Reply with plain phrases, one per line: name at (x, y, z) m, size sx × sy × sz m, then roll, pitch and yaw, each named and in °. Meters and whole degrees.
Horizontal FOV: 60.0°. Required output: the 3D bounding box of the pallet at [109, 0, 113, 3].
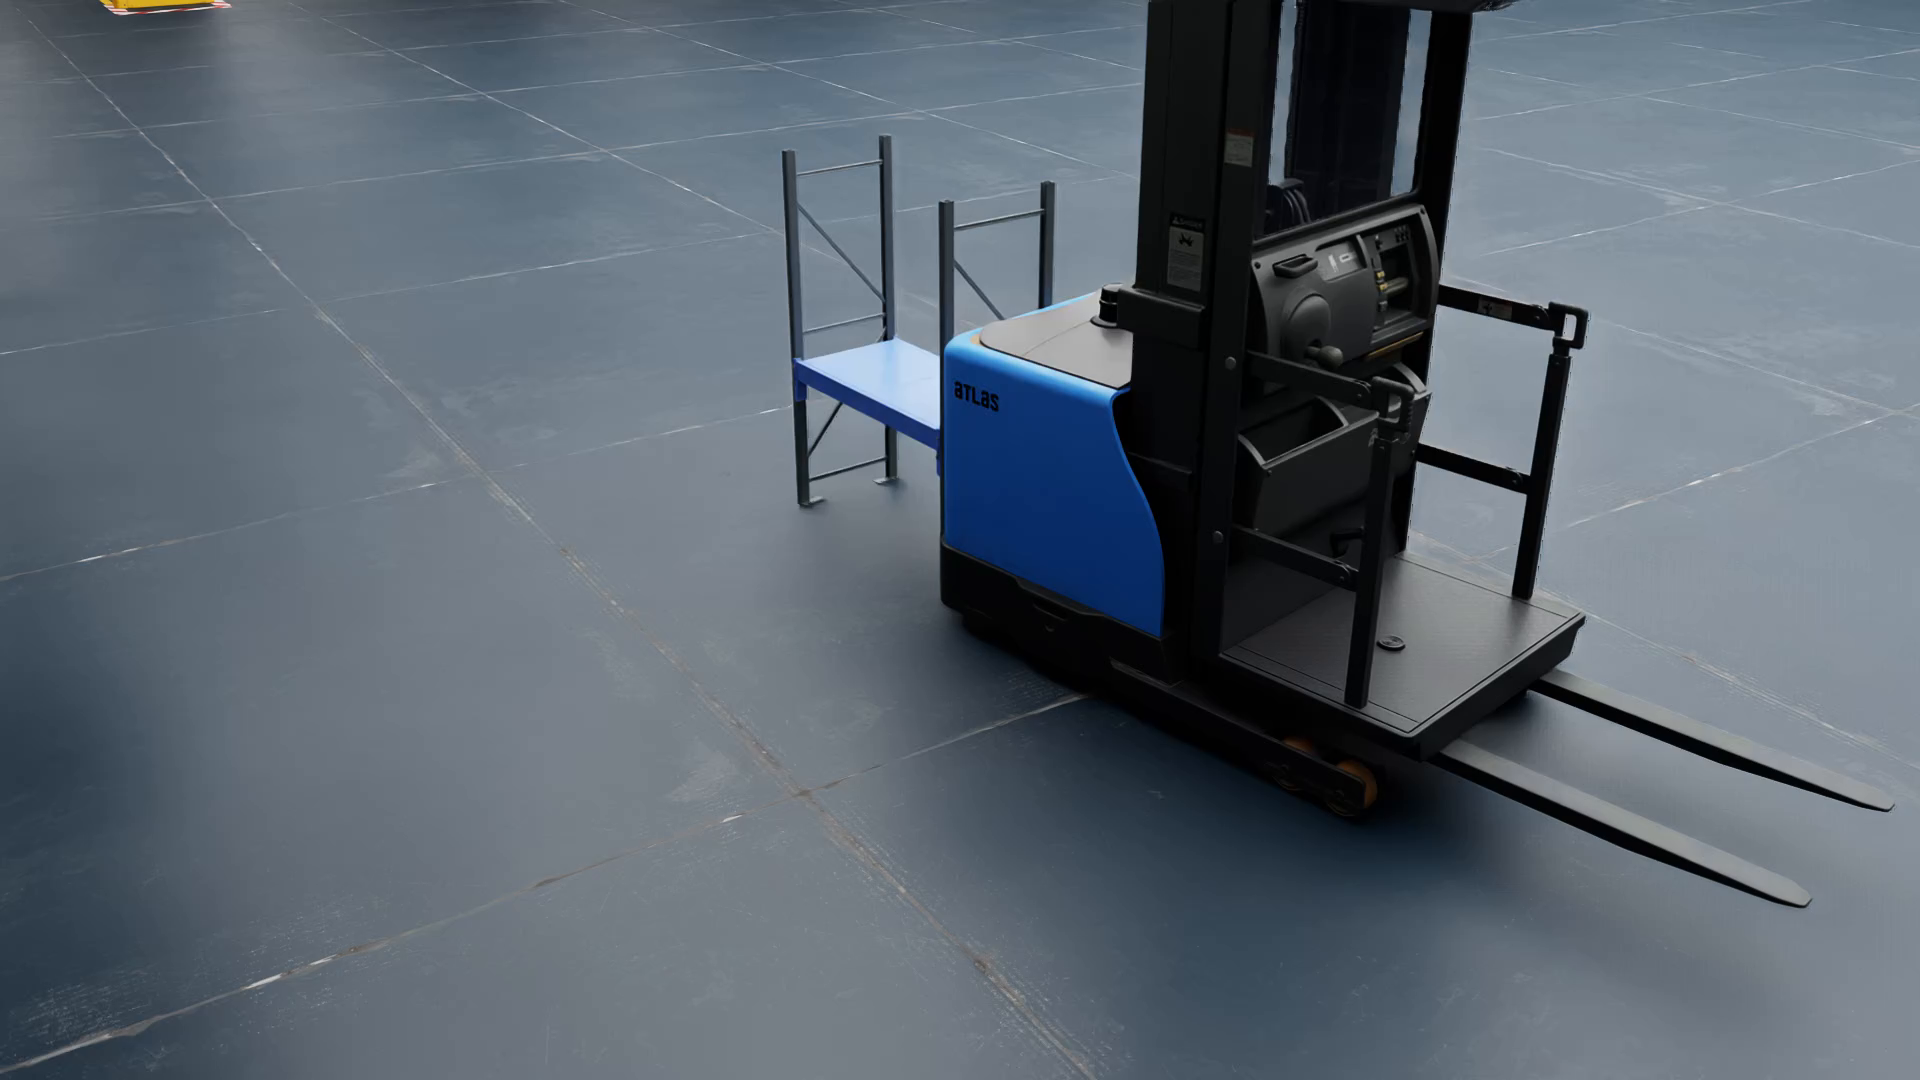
pallet at (-10.644, -7.226, 21.810) m, size 1.003 × 0.211 × 1.213 m, roll -16°, pitch 29°, yaw -30°

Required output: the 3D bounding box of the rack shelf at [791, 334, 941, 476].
rack shelf at (-0.174, -0.555, 6.589) m, size 0.538 × 0.185 × 1.000 m, roll -18°, pitch 31°, yaw -33°

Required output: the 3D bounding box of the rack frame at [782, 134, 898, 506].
rack frame at (-0.482, -0.890, 6.878) m, size 0.500 × 1.500 × 0.032 m, roll -18°, pitch 31°, yaw -33°

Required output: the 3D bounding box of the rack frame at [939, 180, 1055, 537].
rack frame at (0.134, -0.545, 6.147) m, size 0.500 × 1.500 × 0.032 m, roll -18°, pitch 31°, yaw -33°

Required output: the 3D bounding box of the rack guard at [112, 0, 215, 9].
rack guard at (-10.178, -7.085, 21.172) m, size 1.175 × 0.500 × 0.348 m, roll -16°, pitch 29°, yaw -30°

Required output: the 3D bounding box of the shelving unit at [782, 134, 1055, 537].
shelving unit at (-0.174, -0.717, 6.513) m, size 0.538 × 1.500 × 1.048 m, roll -18°, pitch 31°, yaw -33°

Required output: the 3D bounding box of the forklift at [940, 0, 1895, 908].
forklift at (1.324, -0.745, 4.896) m, size 1.130 × 2.935 × 3.031 m, roll -23°, pitch 34°, yaw -40°
